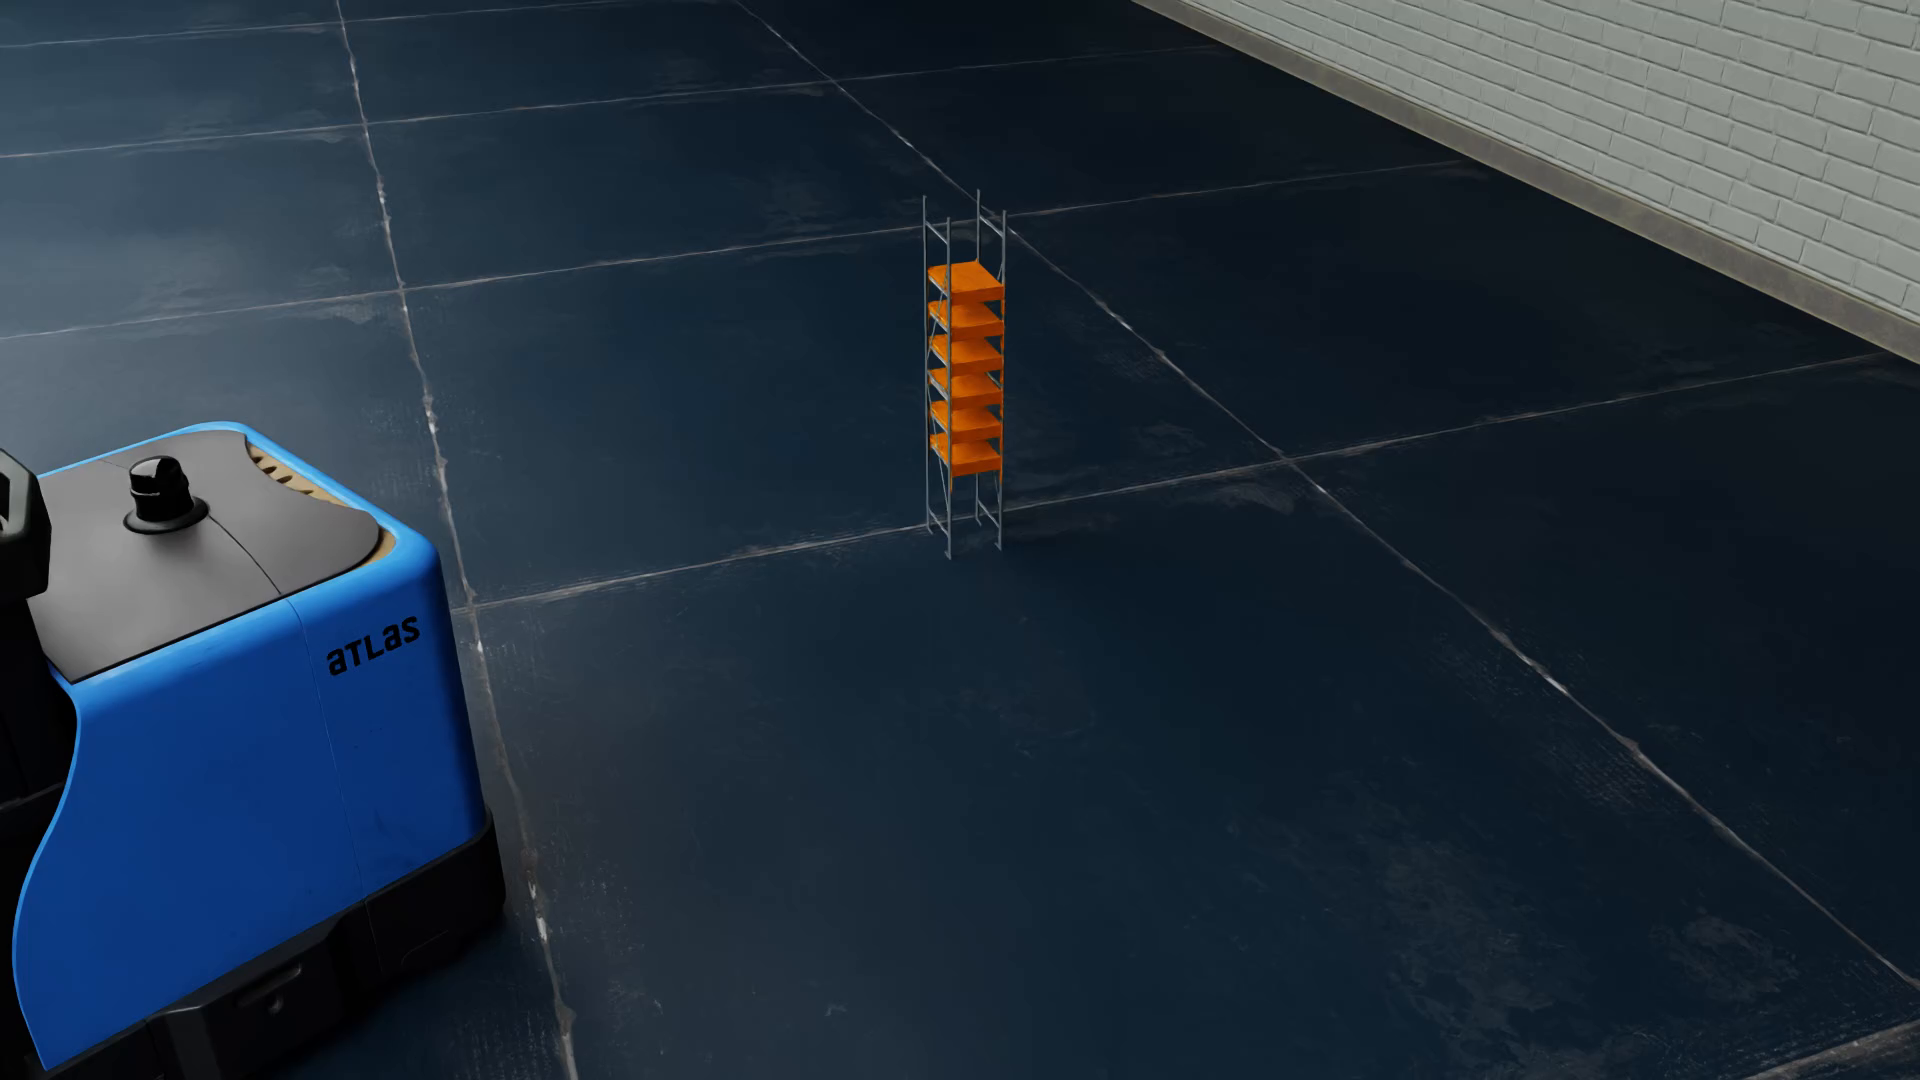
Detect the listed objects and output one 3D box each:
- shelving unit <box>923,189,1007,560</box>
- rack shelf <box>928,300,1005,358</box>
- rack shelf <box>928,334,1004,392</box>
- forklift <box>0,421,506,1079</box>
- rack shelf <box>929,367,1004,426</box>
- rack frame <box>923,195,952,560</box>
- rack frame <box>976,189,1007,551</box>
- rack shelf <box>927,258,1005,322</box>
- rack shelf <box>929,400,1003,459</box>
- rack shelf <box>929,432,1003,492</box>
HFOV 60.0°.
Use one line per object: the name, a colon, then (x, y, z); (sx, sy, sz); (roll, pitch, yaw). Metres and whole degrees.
shelving unit: (0.014, -0.524, 5.457); (0.189, 1.200, 0.258); (-10, 31, -18)
rack shelf: (0.014, -0.694, 5.361); (0.180, 0.103, 0.258); (-10, 31, -18)
rack shelf: (0.014, -0.589, 5.420); (0.180, 0.103, 0.258); (-10, 31, -18)
forklift: (-2.485, 0.037, 2.725); (1.130, 2.935, 3.031); (25, 38, 36)
rack shelf: (0.014, -0.485, 5.479); (0.180, 0.103, 0.258); (-10, 31, -18)
rack frame: (-0.072, -0.508, 5.430); (0.006, 1.200, 0.240); (-10, 31, -18)
rack frame: (0.099, -0.540, 5.485); (0.006, 1.200, 0.240); (-10, 31, -18)
rack shelf: (0.014, -0.798, 5.301); (0.180, 0.103, 0.258); (-10, 31, -18)
rack shelf: (0.014, -0.381, 5.539); (0.180, 0.103, 0.258); (-10, 31, -18)
rack shelf: (0.014, -0.277, 5.598); (0.180, 0.103, 0.258); (-10, 31, -18)
